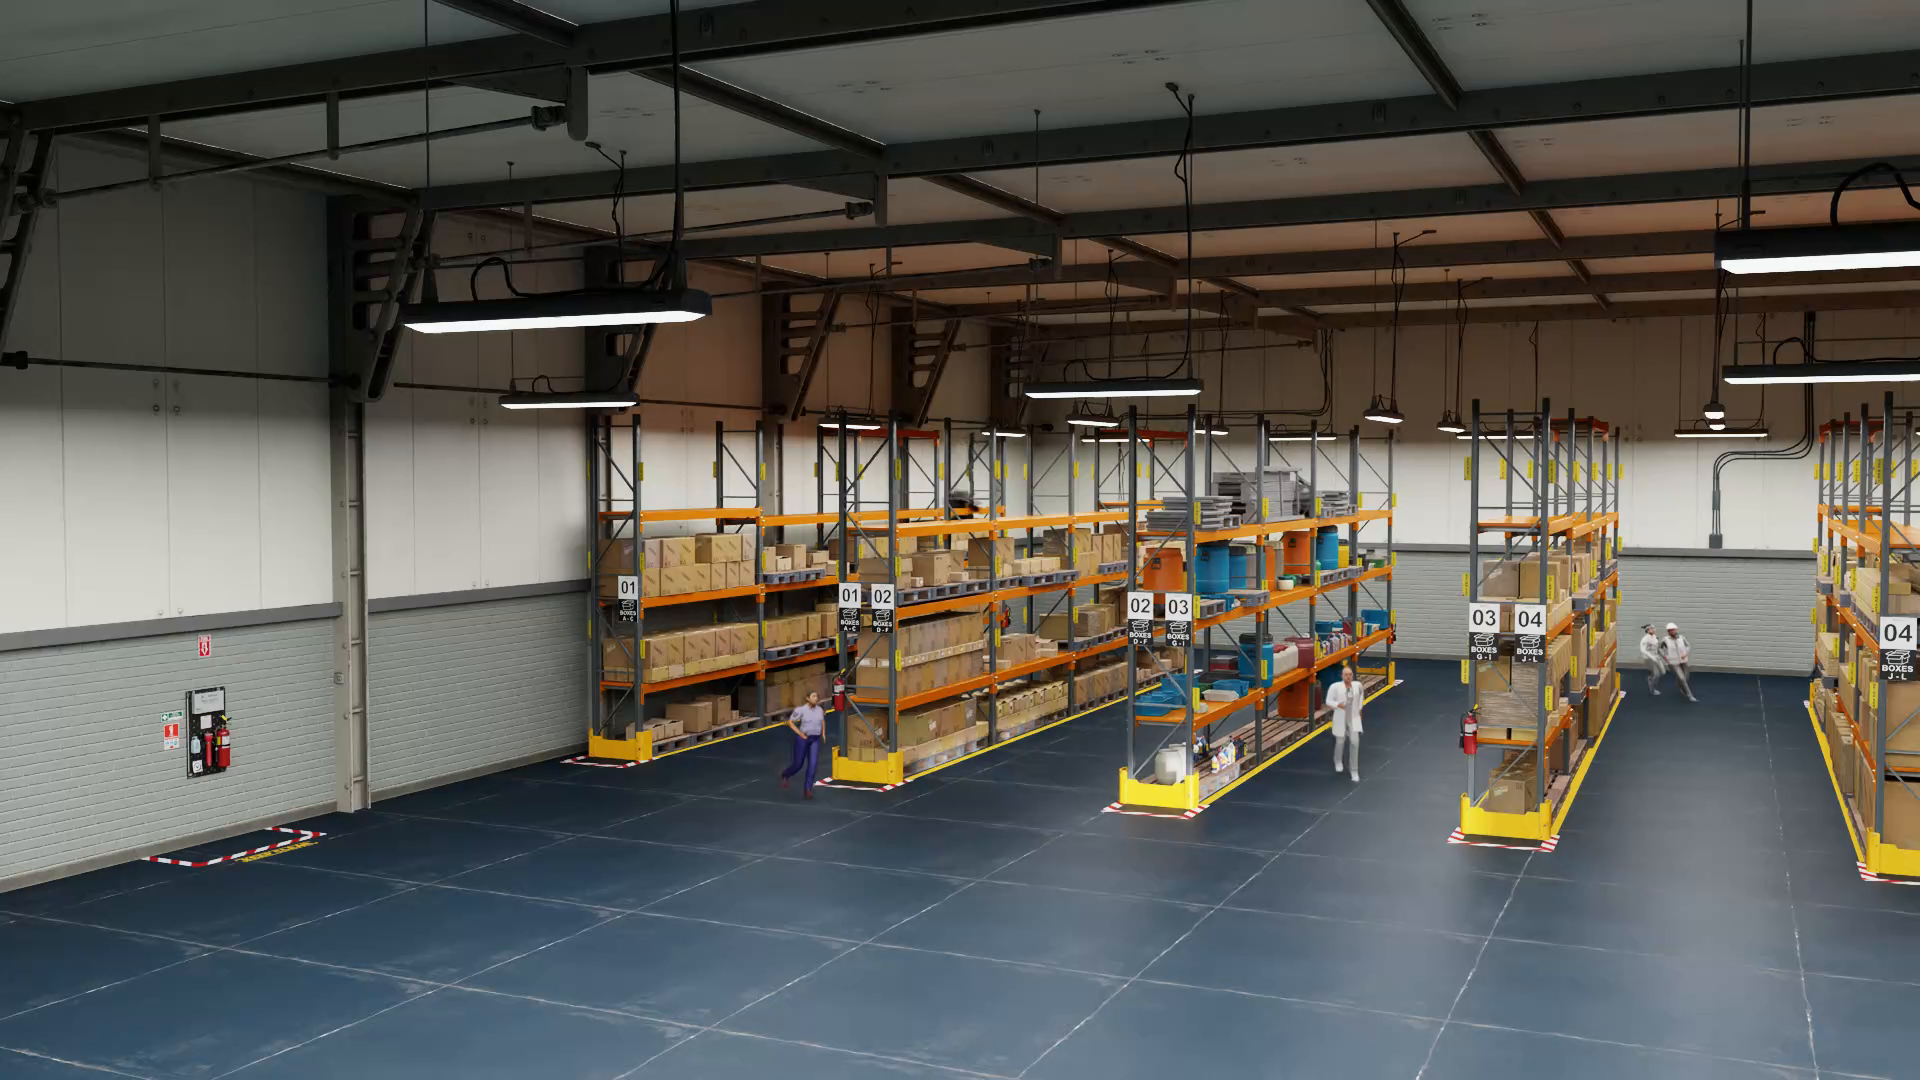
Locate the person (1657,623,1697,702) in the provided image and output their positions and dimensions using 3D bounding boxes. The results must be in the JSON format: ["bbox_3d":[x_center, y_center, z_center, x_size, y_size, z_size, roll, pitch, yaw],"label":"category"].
[{"bbox_3d":[15.658,2.654,36.397,0.718,1.701,0.921,0,2,3],"label":"person"}]

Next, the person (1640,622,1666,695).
[{"bbox_3d":[15.541,2.662,37.269,0.618,1.640,0.479,-1,3,-29],"label":"person"}]

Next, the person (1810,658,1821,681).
[{"bbox_3d":[18.896,2.738,36.416,0.498,1.568,0.566,1,3,27],"label":"person"}]

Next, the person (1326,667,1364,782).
[{"bbox_3d":[6.310,2.984,27.256,0.648,1.822,0.964,0,2,5],"label":"person"}]

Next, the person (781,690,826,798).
[{"bbox_3d":[-2.351,3.145,25.801,0.663,1.588,0.865,-1,3,-30],"label":"person"}]
